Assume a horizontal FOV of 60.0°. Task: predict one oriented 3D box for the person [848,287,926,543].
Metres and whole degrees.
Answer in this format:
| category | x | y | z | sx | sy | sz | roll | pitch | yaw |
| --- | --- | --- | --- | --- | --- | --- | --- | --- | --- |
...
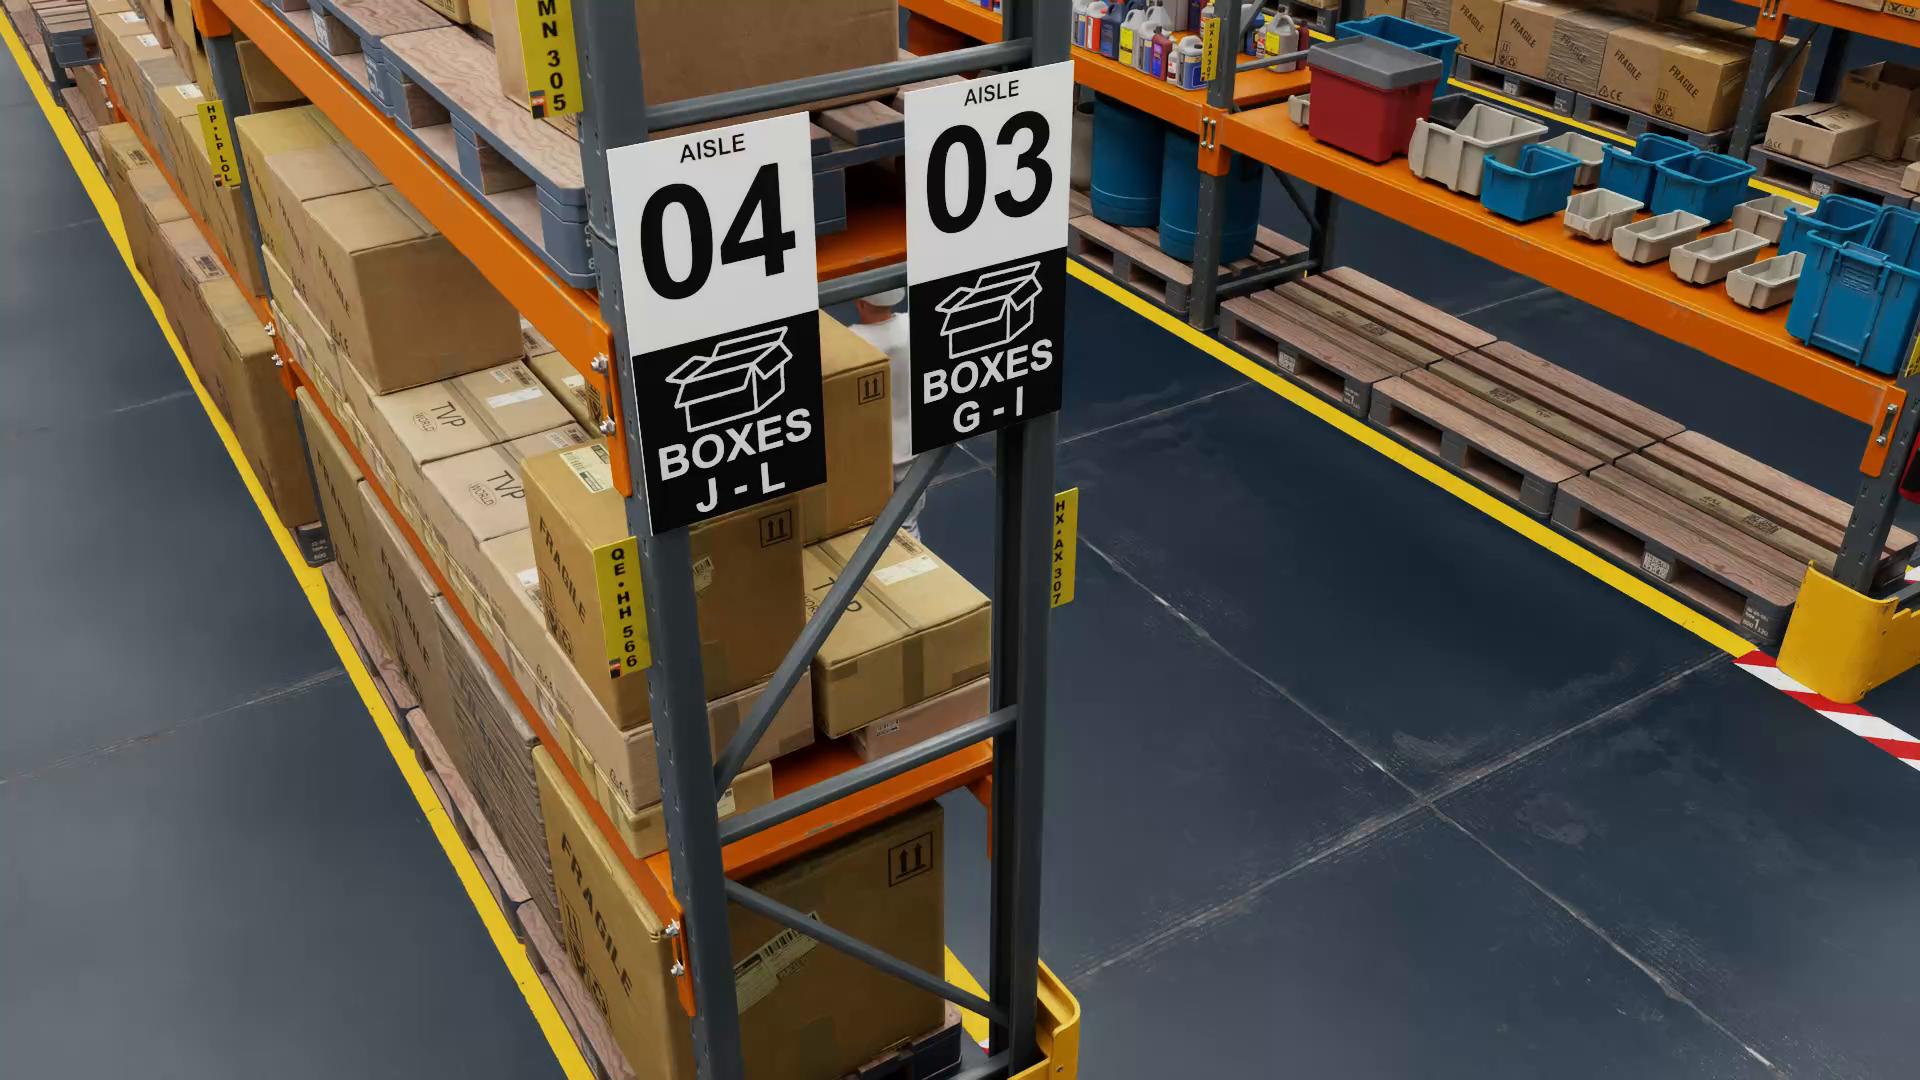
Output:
| category | x | y | z | sx | sy | sz | roll | pitch | yaw |
| --- | --- | --- | --- | --- | --- | --- | --- | --- | --- |
| person | -0.389 | -0.383 | 6.724 | 0.500 | 1.786 | 0.560 | -19 | 37 | -27 |
